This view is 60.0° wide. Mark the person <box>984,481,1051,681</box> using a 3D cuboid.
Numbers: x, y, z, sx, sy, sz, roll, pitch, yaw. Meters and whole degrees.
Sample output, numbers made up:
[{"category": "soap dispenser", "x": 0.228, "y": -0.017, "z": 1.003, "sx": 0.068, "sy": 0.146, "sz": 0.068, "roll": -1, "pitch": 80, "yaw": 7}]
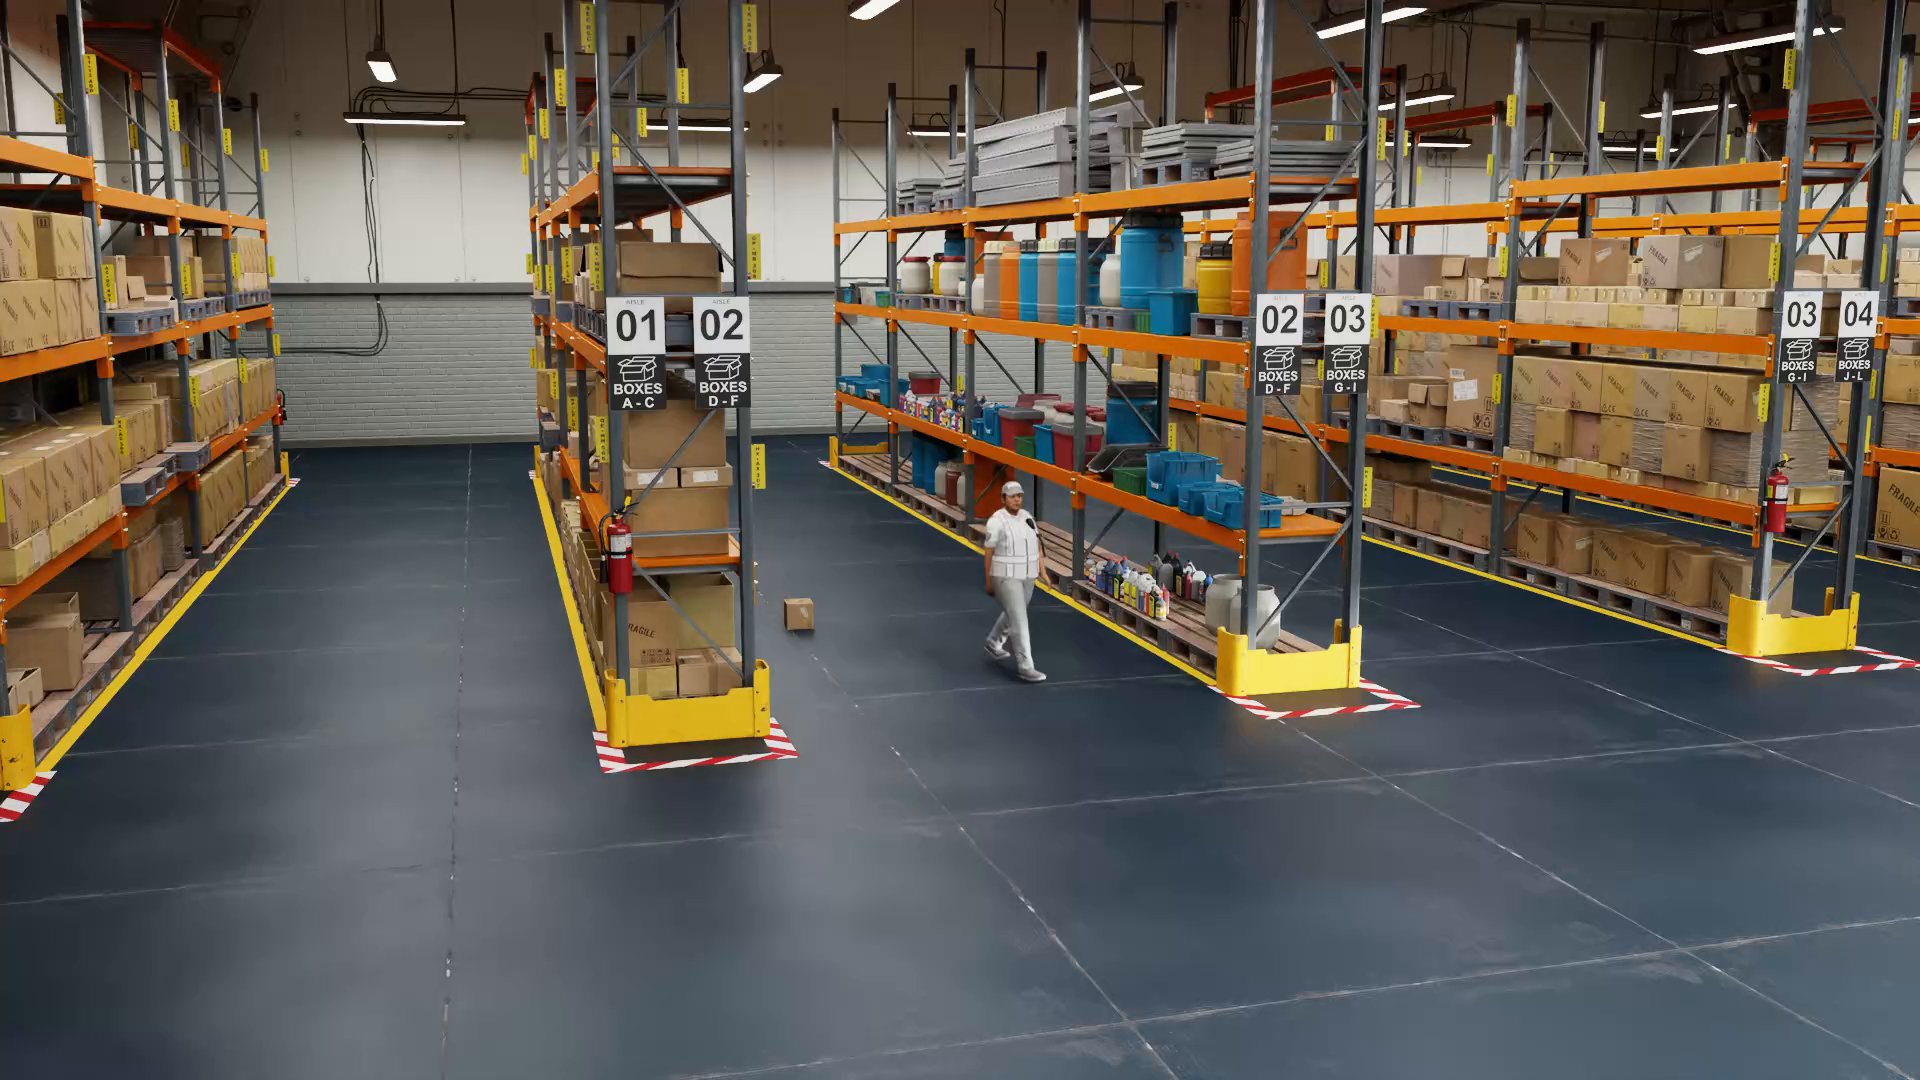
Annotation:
[{"category": "person", "x": 0.480, "y": 0.309, "z": 13.977, "sx": 0.478, "sy": 1.610, "sz": 0.999, "roll": -7, "pitch": 12, "yaw": -38}]
